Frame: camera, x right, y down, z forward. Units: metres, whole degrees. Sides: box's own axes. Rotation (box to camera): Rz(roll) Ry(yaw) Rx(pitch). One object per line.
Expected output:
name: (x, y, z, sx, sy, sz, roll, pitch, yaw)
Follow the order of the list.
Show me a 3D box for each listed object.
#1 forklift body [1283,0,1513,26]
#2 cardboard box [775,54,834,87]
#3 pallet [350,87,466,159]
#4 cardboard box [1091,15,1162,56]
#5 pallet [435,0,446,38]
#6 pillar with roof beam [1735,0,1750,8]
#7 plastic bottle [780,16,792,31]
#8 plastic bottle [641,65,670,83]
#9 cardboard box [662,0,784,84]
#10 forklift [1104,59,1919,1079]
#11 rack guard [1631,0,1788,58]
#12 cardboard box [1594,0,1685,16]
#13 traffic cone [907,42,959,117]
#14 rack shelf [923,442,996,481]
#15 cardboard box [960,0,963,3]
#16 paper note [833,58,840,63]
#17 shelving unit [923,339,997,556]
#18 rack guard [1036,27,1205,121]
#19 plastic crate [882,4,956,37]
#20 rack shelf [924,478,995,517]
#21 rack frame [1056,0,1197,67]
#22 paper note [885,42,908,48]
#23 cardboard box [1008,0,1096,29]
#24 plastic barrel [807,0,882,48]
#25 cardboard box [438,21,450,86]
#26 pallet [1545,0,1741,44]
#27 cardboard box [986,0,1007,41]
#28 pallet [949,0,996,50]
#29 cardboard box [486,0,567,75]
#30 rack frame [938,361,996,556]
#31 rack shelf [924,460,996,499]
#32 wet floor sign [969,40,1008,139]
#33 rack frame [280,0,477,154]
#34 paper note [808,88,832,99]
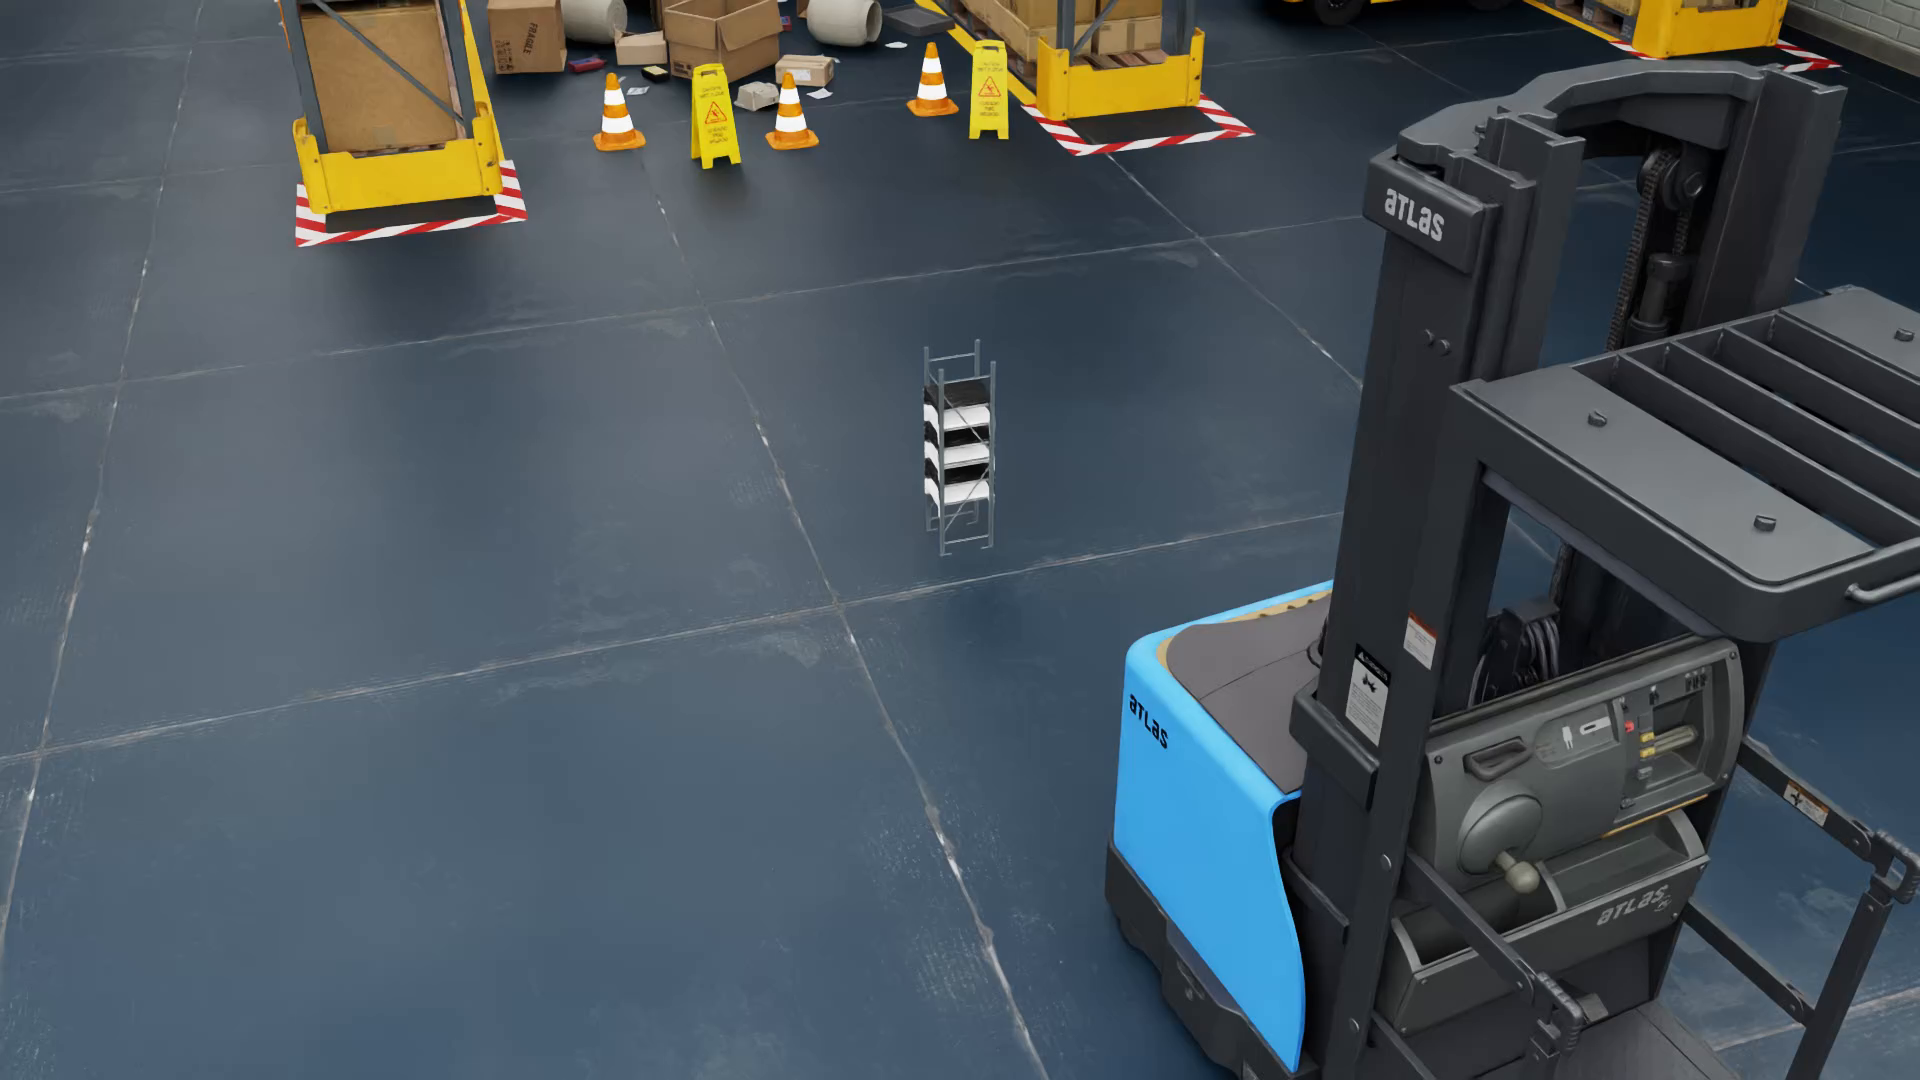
forklift body: (3.574, -5.519, 13.651, 2.313, 2.155, 1.214, -10, 35, -15)
cardboard box: (-1.160, -3.506, 12.421, 0.380, 0.149, 0.250, 7, 34, 10)
pallet: (-3.838, -2.705, 11.153, 1.003, 0.211, 1.213, -10, 35, -15)
cardboard box: (1.181, -3.846, 12.462, 0.500, 0.250, 0.500, -10, 35, -15)
pallet: (-4.582, -3.987, 13.091, 1.003, 0.211, 1.213, -10, 35, -15)
pillar with roof beam: (2.436, -7.480, 10.408, 9.100, 9.000, 0.400, -10, 35, -15)
plastic bottle: (-1.449, -4.229, 13.594, 0.133, 0.061, 0.283, -4, 34, -6)
plastic bottle: (-2.306, -3.512, 12.510, 0.133, 0.061, 0.283, -23, 40, -31)
cardboard box: (-1.783, -3.803, 12.548, 0.637, 0.503, 0.797, 19, 38, 26)
forklift: (1.555, 0.586, 3.705, 1.130, 2.935, 3.031, -15, 36, -21)
rack guard: (5.897, -4.129, 13.045, 1.175, 0.500, 0.348, -10, 35, -15)
cardboard box: (5.445, -4.406, 13.310, 0.500, 0.250, 0.500, -10, 35, -14)
traffic cone: (-0.196, -3.298, 11.821, 0.336, 0.463, 0.334, -10, 35, -15)
rack shelf: (-0.002, -0.352, 7.027, 0.258, 0.077, 0.200, -10, 35, -15)
cardboard box: (0.204, -4.564, 13.549, 0.500, 0.250, 0.500, -10, 35, -15)
paper note: (-0.955, -3.710, 12.856, 0.032, 0.001, 0.123, -10, 35, -15)
shelving unit: (-0.002, -0.380, 7.008, 0.258, 0.900, 0.210, -10, 35, -15)
rack guard: (1.140, -3.345, 11.858, 1.175, 0.500, 0.348, -10, 35, -15)
plastic crate: (-0.359, -4.267, 13.636, 0.402, 0.080, 0.583, -23, 40, -31)
rack shelf: (-0.002, -0.202, 7.126, 0.258, 0.077, 0.200, -10, 35, -15)
rack frame: (1.164, -4.348, 11.109, 1.000, 3.000, 0.127, -10, 35, -15)
paper note: (-0.500, -3.921, 13.156, 0.142, 0.019, 0.148, -23, 40, -31)
cardboard box: (0.671, -4.065, 12.114, 0.500, 0.500, 0.500, -10, 35, -14)
plastic barrel: (-0.908, -4.103, 13.075, 0.512, 0.421, 0.421, 13, 36, 18)
cardboard box: (-4.060, -3.557, 11.459, 0.875, 0.875, 0.875, -11, 35, -15)
pallet: (5.616, -4.415, 13.741, 1.003, 0.211, 1.213, -10, 35, -15)
cardboard box: (0.510, -4.028, 12.738, 0.500, 0.250, 0.500, -10, 35, -15)
pallet: (0.558, -4.296, 13.560, 1.003, 0.211, 1.213, -10, 35, -15)
cardboard box: (-3.289, -3.878, 12.663, 0.500, 0.500, 0.500, -4, 34, -6)
rack frame: (0.029, -0.326, 6.928, 0.240, 0.900, 0.006, -10, 35, -15)
rack shelf: (-0.002, -0.277, 7.076, 0.258, 0.077, 0.200, -10, 35, -15)
wet floor sign: (0.203, -3.086, 11.334, 0.267, 0.644, 0.232, 1, 33, 2)
rack frame: (-3.520, -3.462, 9.769, 1.000, 3.000, 0.127, -10, 35, -15)
paper note: (-1.020, -3.271, 12.172, 0.148, 0.019, 0.142, -23, 40, -31)
